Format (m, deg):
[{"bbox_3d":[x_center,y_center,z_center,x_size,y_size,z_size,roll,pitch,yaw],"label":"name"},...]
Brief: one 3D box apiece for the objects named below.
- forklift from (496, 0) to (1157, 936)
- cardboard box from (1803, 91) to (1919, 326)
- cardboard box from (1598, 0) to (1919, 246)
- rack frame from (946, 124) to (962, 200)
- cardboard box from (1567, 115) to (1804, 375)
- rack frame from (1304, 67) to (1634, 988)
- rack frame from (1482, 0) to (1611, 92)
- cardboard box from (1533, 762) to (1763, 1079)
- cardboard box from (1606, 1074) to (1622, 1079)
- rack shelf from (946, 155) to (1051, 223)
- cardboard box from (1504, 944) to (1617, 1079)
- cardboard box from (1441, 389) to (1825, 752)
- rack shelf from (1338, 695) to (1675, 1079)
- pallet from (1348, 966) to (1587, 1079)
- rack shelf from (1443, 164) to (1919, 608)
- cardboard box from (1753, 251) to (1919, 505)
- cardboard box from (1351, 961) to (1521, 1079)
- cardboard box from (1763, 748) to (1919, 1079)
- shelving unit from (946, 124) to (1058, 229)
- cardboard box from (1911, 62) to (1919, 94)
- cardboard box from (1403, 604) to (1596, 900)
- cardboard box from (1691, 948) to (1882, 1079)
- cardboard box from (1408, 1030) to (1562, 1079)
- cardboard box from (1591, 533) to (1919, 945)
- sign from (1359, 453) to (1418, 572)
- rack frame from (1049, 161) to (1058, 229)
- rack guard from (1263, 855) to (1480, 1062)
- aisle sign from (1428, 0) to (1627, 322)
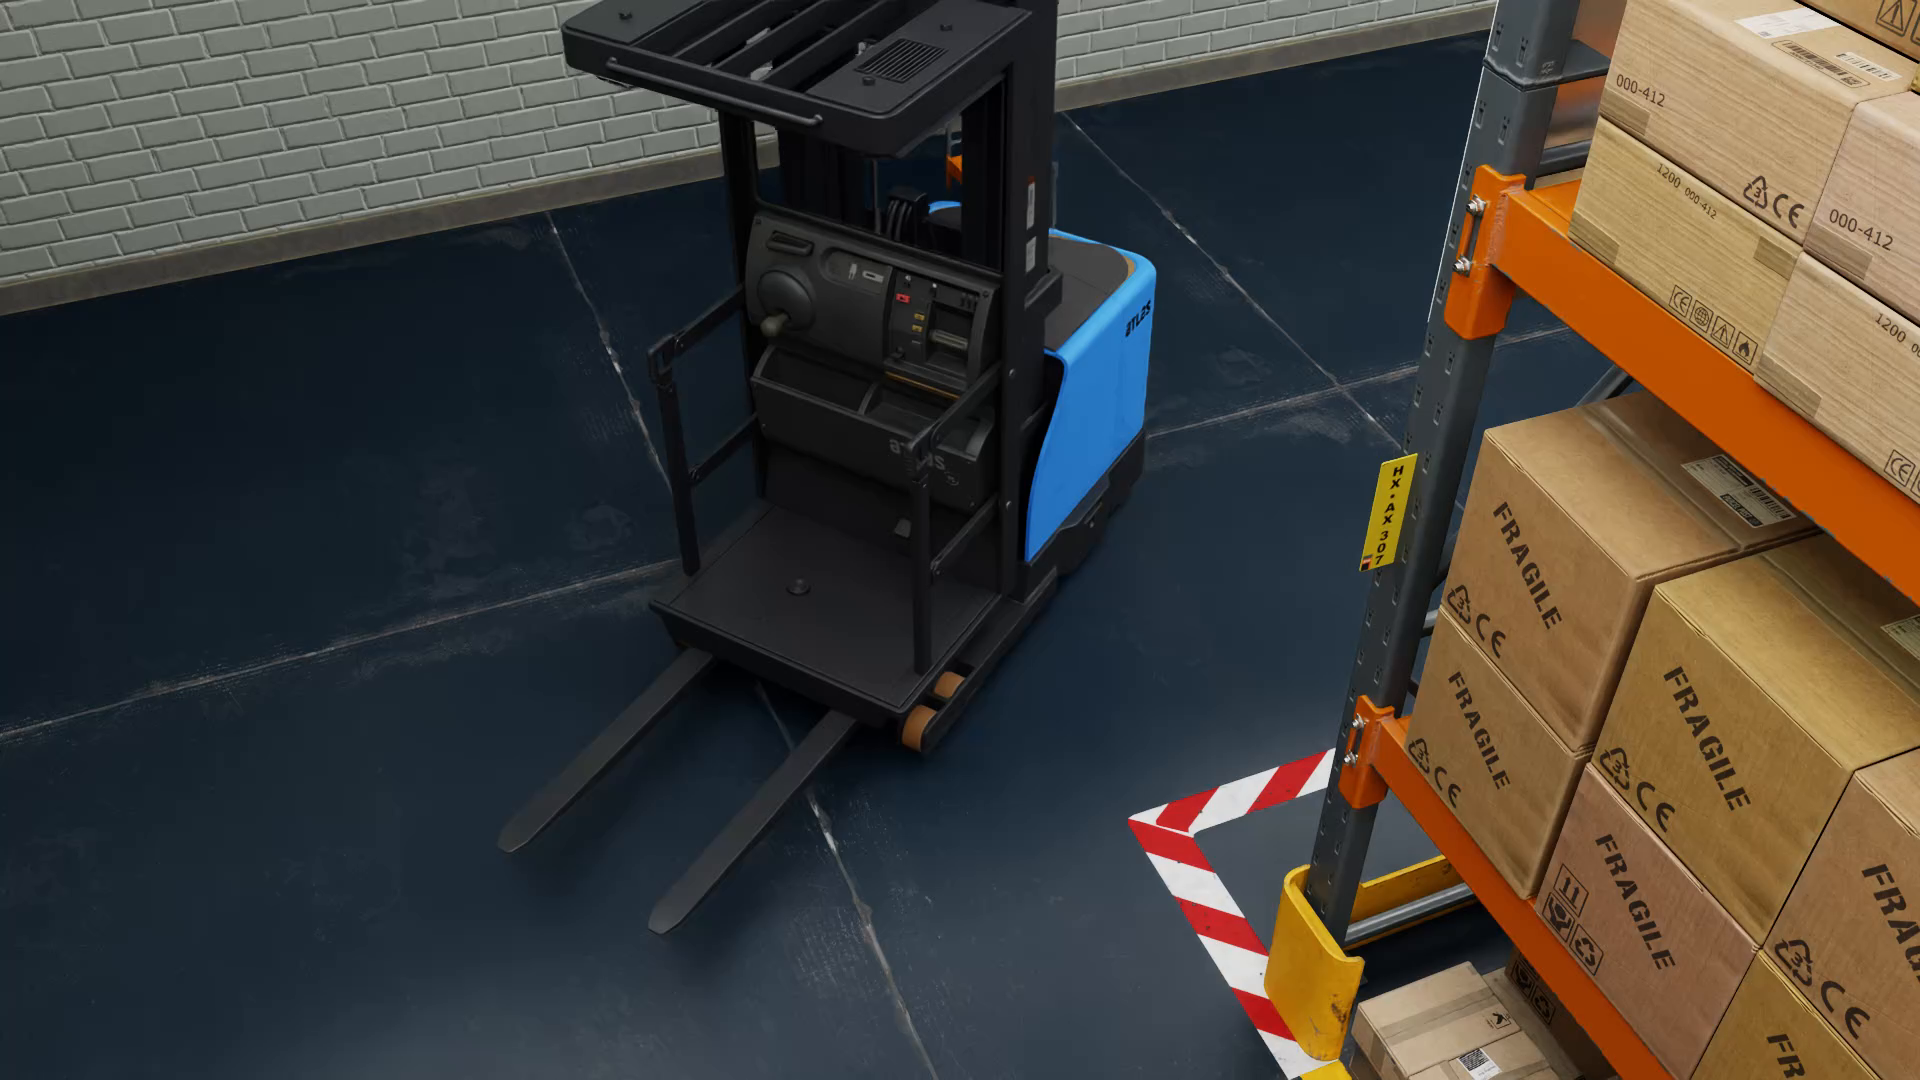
[{"bbox_3d":[-0.416,-0.708,5.325,1.130,2.935,3.031,21,45,23],"label":"forklift"},{"bbox_3d":[1.637,-0.460,2.416,0.500,0.250,0.500,-15,43,-17],"label":"cardboard box"},{"bbox_3d":[1.452,-0.763,2.768,0.500,0.250,0.500,-15,43,-17],"label":"cardboard box"},{"bbox_3d":[0.052,-1.306,7.349,0.240,1.200,0.015,-20,44,-21],"label":"rack frame"},{"bbox_3d":[1.458,-0.575,2.933,0.500,0.250,0.500,-15,43,-17],"label":"cardboard box"},{"bbox_3d":[1.496,0.132,4.296,1.000,3.000,0.127,-15,43,-17],"label":"rack frame"},{"bbox_3d":[1.496,-2.142,2.340,1.000,3.000,0.127,-15,43,-17],"label":"rack frame"},{"bbox_3d":[1.625,0.737,3.516,0.500,0.500,0.500,-16,43,-17],"label":"cardboard box"},{"bbox_3d":[1.633,1.707,4.235,0.500,0.250,0.500,-15,43,-17],"label":"cardboard box"},{"bbox_3d":[0.169,-1.465,6.930,0.258,0.148,0.480,-20,44,-21],"label":"rack shelf"},{"bbox_3d":[1.932,1.179,4.658,0.500,0.500,0.500,-15,43,-17],"label":"cardboard box"},{"bbox_3d":[1.422,0.048,3.550,0.500,0.500,0.500,-14,43,-16],"label":"cardboard box"},{"bbox_3d":[2.261,1.610,3.129,1.077,0.370,4.000,-15,43,-17],"label":"rack shelf"},{"bbox_3d":[1.831,1.715,4.594,1.003,0.211,1.213,-15,43,-17],"label":"pallet"},{"bbox_3d":[2.261,0.472,2.151,1.077,0.370,4.000,-15,43,-17],"label":"rack shelf"},{"bbox_3d":[1.637,-0.271,2.579,0.500,0.250,0.500,-15,43,-17],"label":"cardboard box"},{"bbox_3d":[1.339,1.384,4.689,0.380,0.149,0.250,-15,43,-17],"label":"cardboard box"},{"bbox_3d":[1.816,0.664,2.834,0.500,0.500,0.500,-15,43,-16],"label":"cardboard box"},{"bbox_3d":[0.169,-1.167,7.186,0.258,1.200,0.503,-20,44,-21],"label":"shelving unit"},{"bbox_3d":[1.821,-0.794,2.229,0.700,0.500,0.500,-15,43,-17],"label":"cardboard box"},{"bbox_3d":[1.422,0.427,3.876,0.500,0.500,0.500,-14,43,-16],"label":"cardboard box"},{"bbox_3d":[1.814,1.040,3.163,0.500,0.500,0.500,-15,43,-17],"label":"cardboard box"},{"bbox_3d":[1.434,1.528,4.508,0.380,0.166,0.250,-15,43,-17],"label":"cardboard box"},{"bbox_3d":[1.629,0.361,3.186,0.500,0.500,0.500,-15,43,-16],"label":"cardboard box"},{"bbox_3d":[0.995,-0.061,3.856,0.100,0.325,0.005,-15,43,-17],"label":"sign"},{"bbox_3d":[0.285,-1.027,7.024,0.240,1.200,0.015,-20,44,-21],"label":"rack frame"},{"bbox_3d":[1.525,1.126,5.057,1.175,0.500,0.348,-15,43,-17],"label":"rack guard"},{"bbox_3d":[1.199,-0.821,3.411,0.394,0.787,0.004,-15,43,-17],"label":"aisle sign"}]
